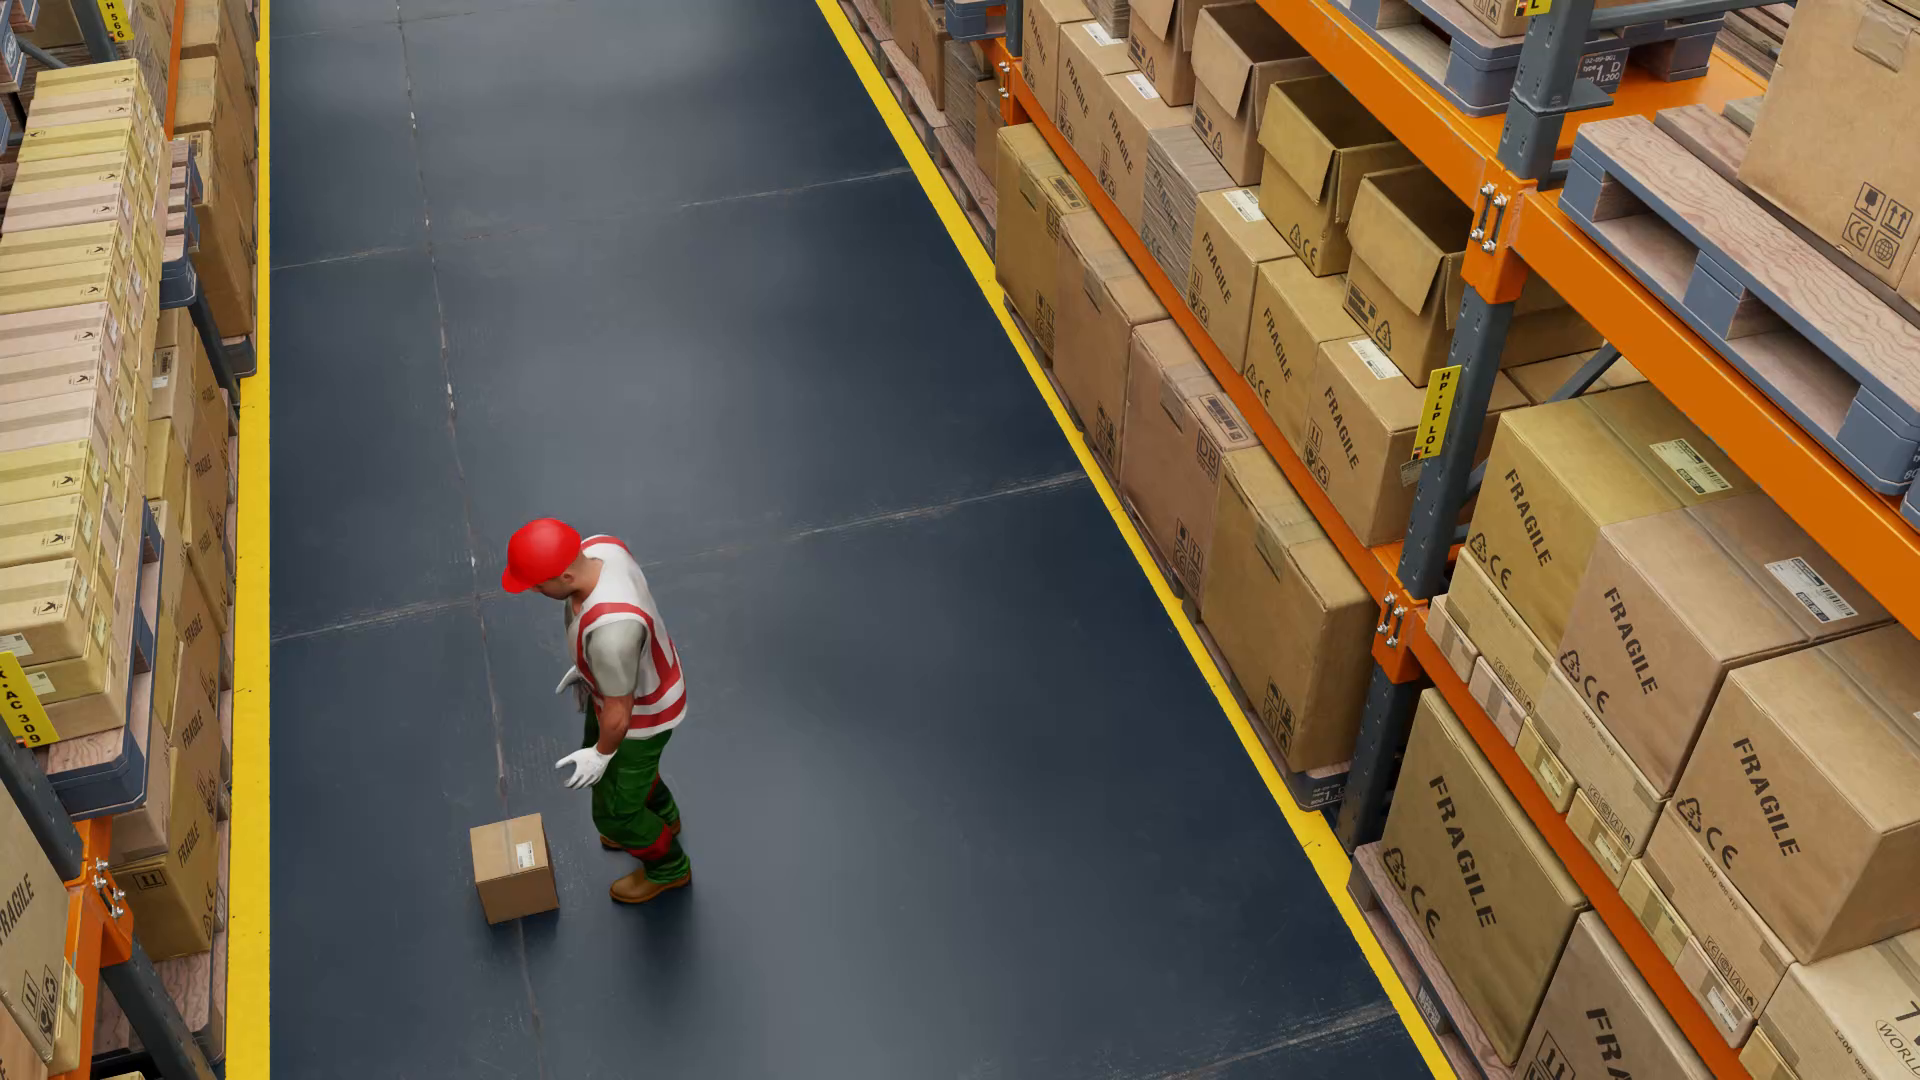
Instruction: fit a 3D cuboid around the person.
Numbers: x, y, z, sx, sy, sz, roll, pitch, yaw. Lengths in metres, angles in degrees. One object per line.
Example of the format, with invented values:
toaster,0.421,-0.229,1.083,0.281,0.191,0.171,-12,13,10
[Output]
person,-1.160,0.571,5.563,0.496,1.712,0.551,-11,43,-12
